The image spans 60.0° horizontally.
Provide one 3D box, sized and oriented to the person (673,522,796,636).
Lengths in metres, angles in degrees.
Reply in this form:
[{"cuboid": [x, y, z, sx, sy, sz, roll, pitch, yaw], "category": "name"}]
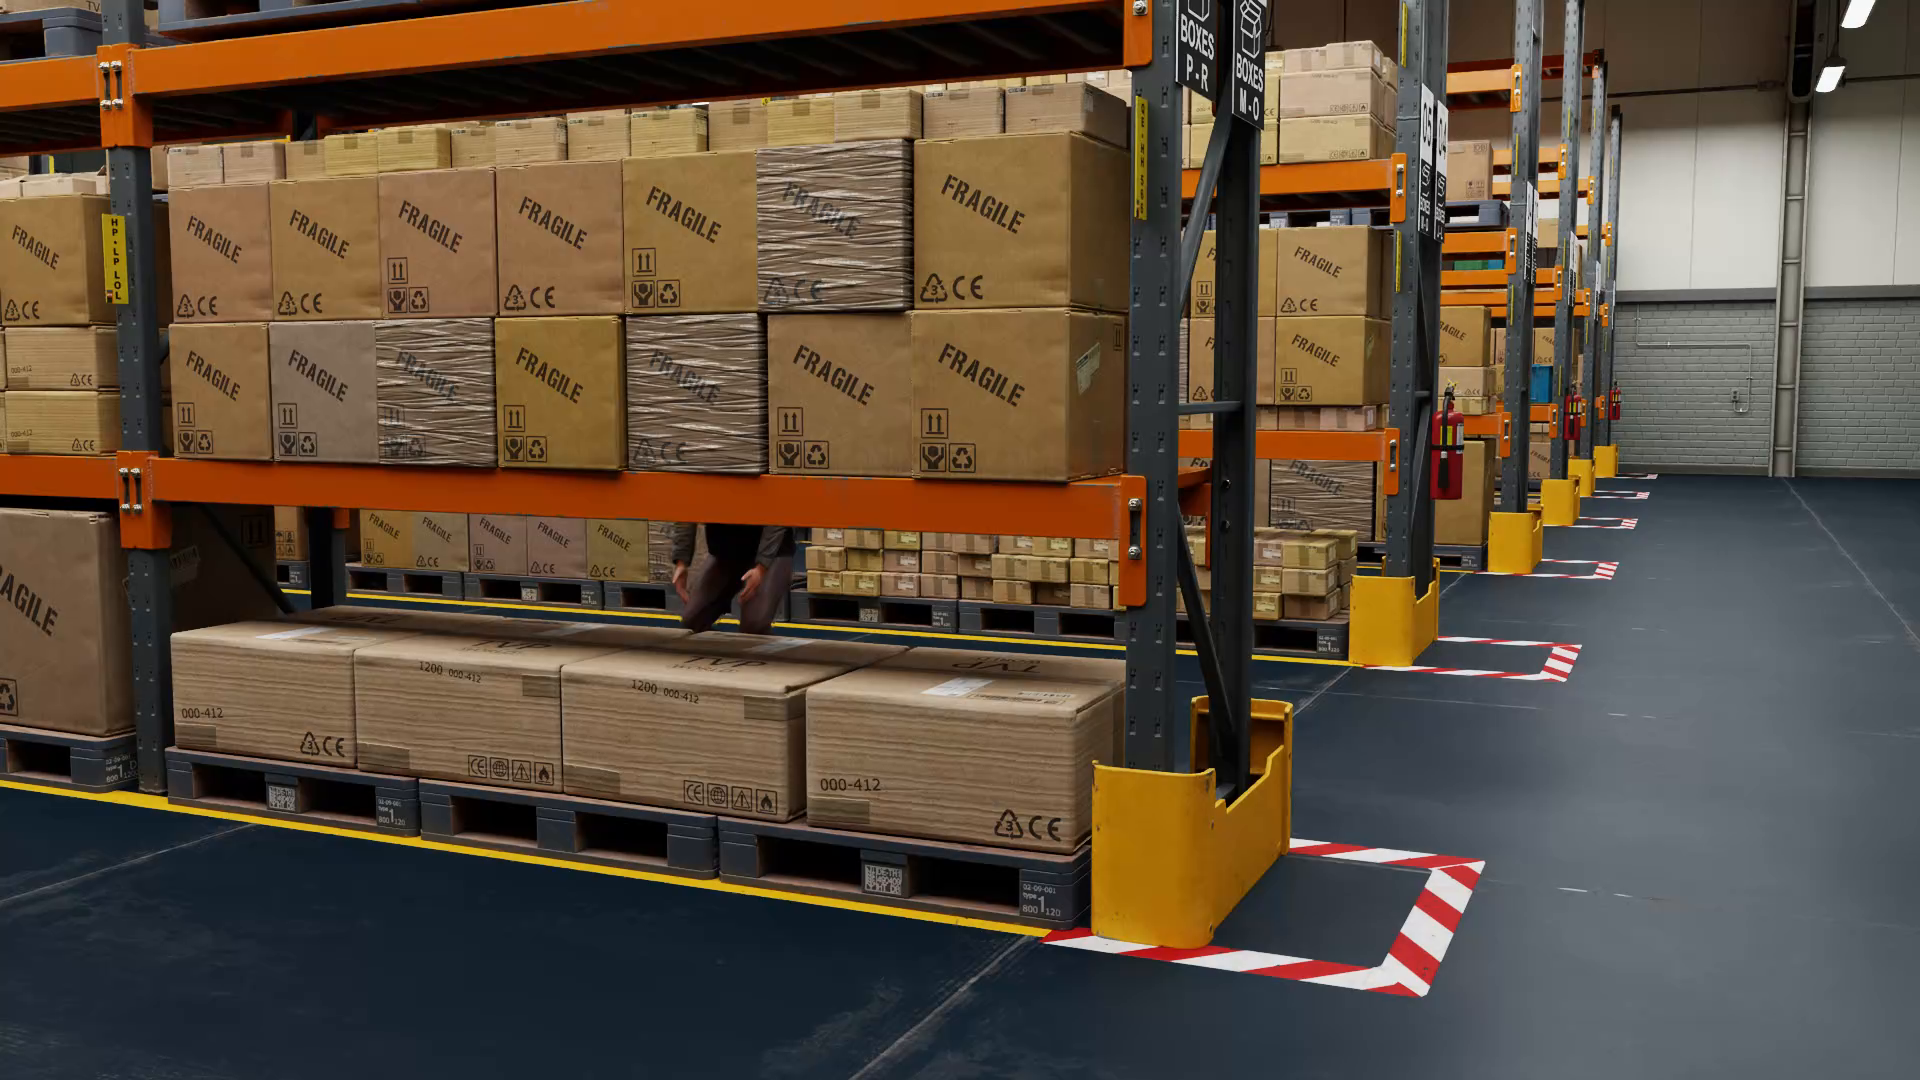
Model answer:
[{"cuboid": [-1.039, 0.114, 7.876, 0.590, 1.461, 0.669, 2, 6, 24], "category": "person"}]
